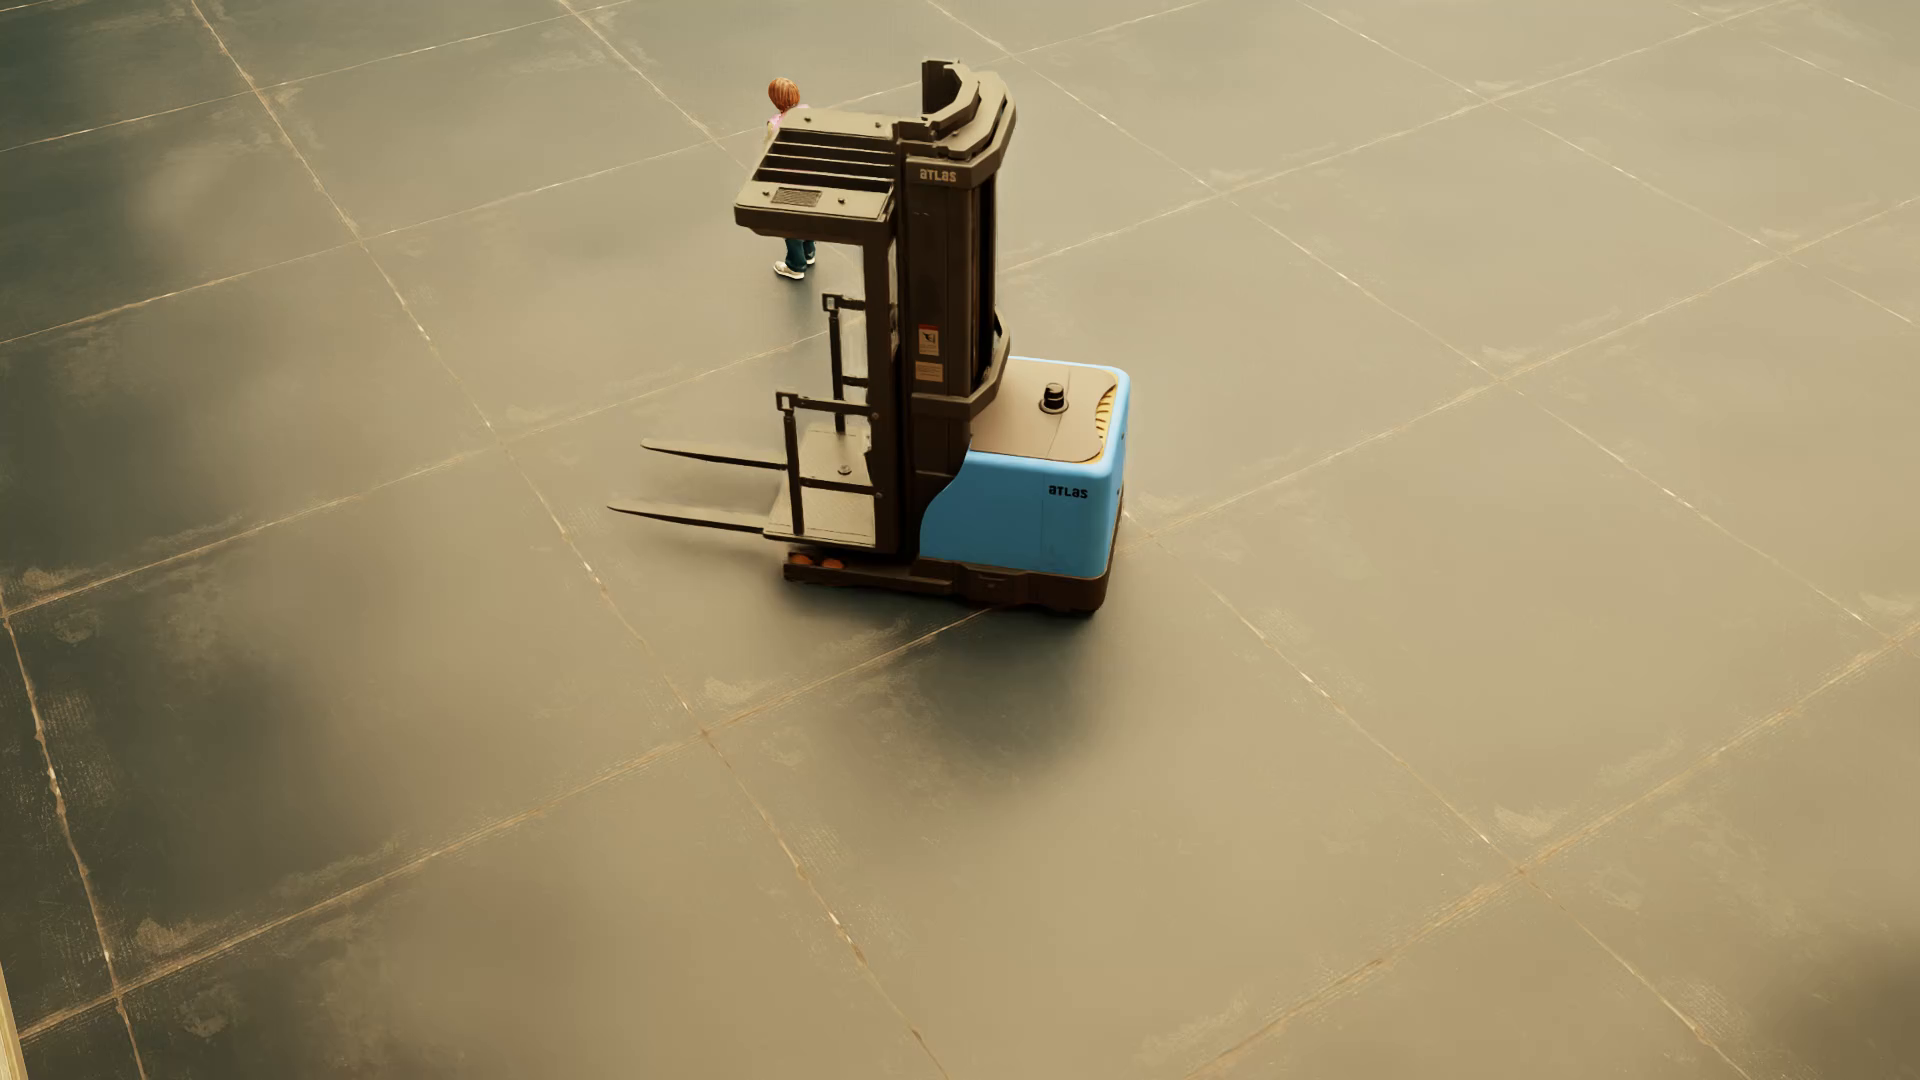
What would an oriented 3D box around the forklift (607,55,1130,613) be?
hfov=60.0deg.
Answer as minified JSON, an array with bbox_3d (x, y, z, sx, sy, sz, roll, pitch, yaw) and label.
[{"bbox_3d":[-0.576,-1.163,9.201,3.031,2.935,1.130,7,42,8],"label":"forklift"}]

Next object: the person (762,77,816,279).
[{"bbox_3d":[-1.248,-2.590,11.838,0.520,1.597,0.474,-32,50,-31],"label":"person"}]
